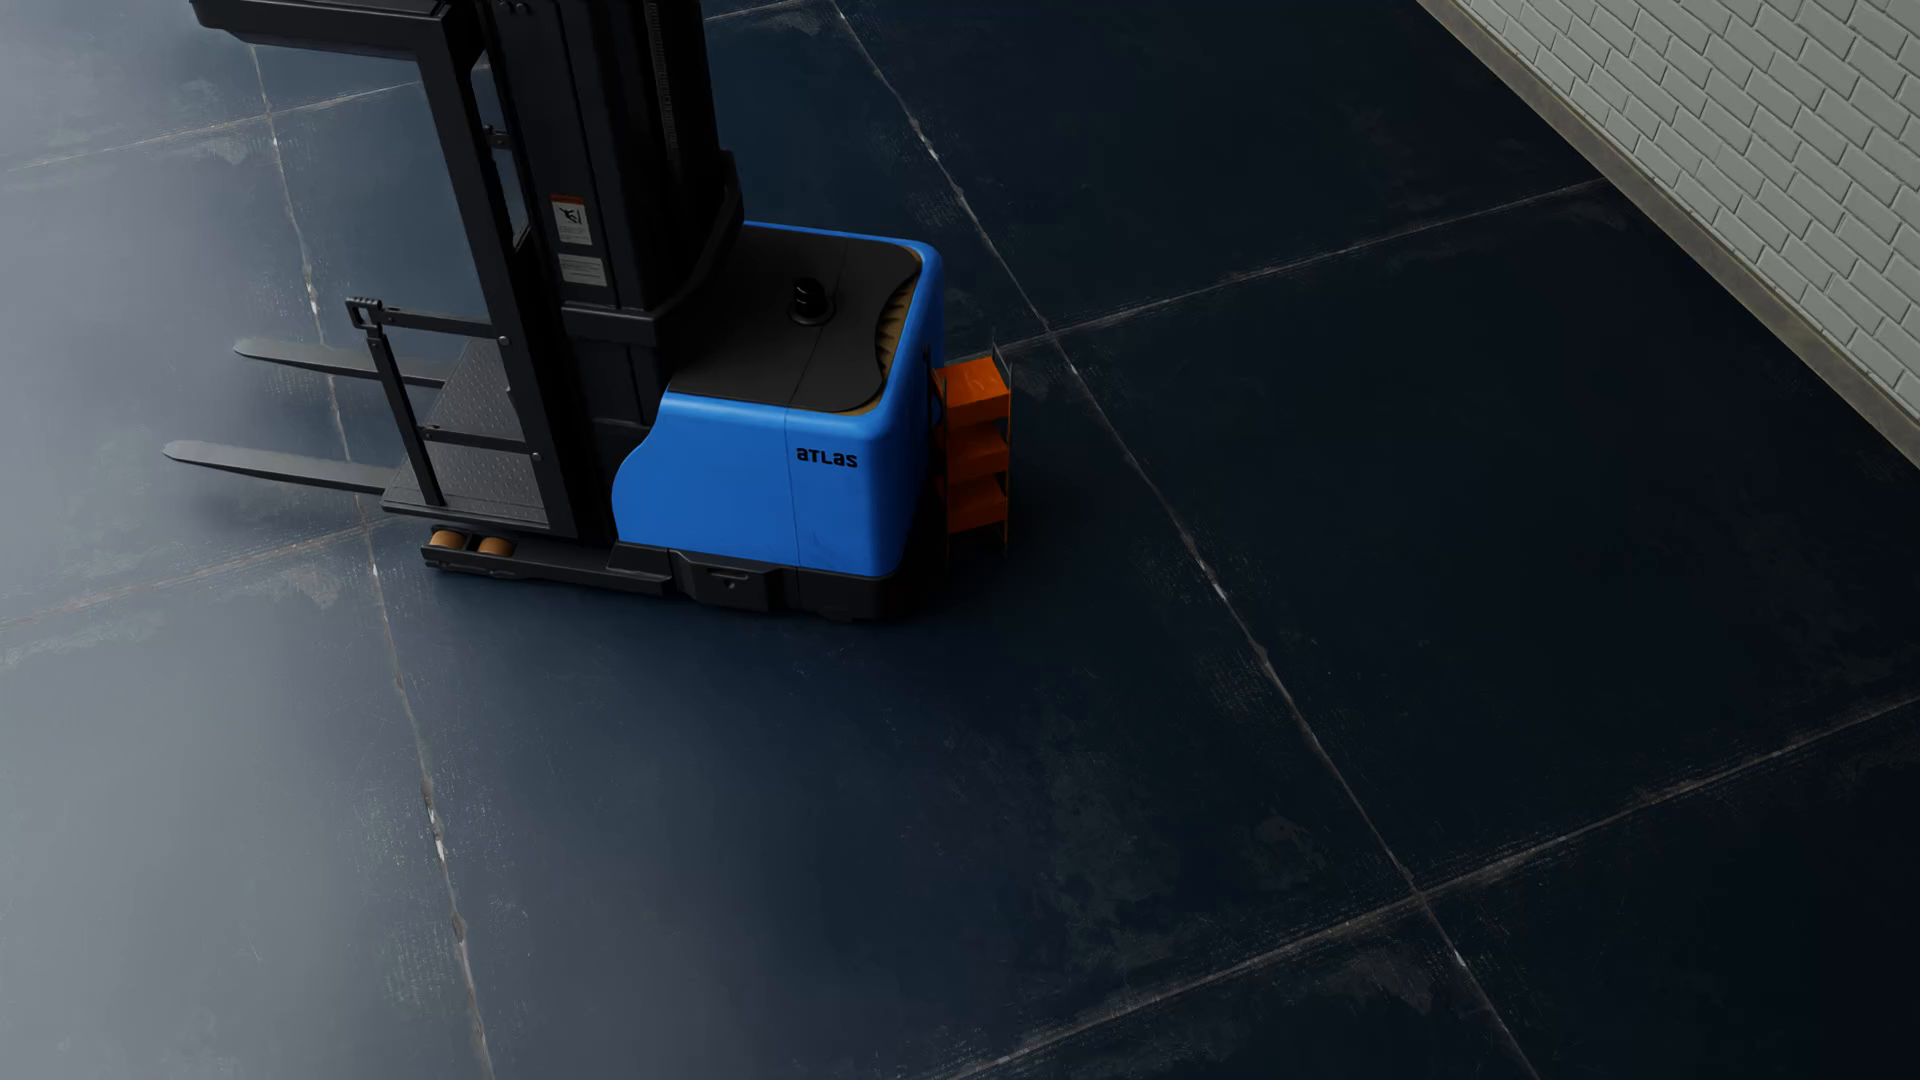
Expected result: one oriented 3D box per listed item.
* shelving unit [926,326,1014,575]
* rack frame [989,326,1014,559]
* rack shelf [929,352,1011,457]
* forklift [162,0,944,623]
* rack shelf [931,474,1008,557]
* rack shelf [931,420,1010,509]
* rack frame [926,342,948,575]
[{"bbox_3d":[0.034,-0.308,6.163,0.252,1.050,0.215,-15,51,-12],"label":"shelving unit"},{"bbox_3d":[0.149,-0.338,6.189,0.008,1.050,0.200,-15,51,-12],"label":"rack frame"},{"bbox_3d":[0.034,-0.486,5.956,0.240,0.259,0.215,-15,51,-12],"label":"rack shelf"},{"bbox_3d":[-1.617,-1.193,5.683,3.031,2.935,1.130,8,50,7],"label":"forklift"},{"bbox_3d":[0.034,-0.120,6.382,0.240,0.259,0.215,-15,51,-12],"label":"rack shelf"},{"bbox_3d":[0.034,-0.301,6.171,0.240,0.259,0.215,-15,51,-12],"label":"rack shelf"},{"bbox_3d":[-0.082,-0.278,6.137,0.008,1.050,0.200,-15,51,-12],"label":"rack frame"}]
